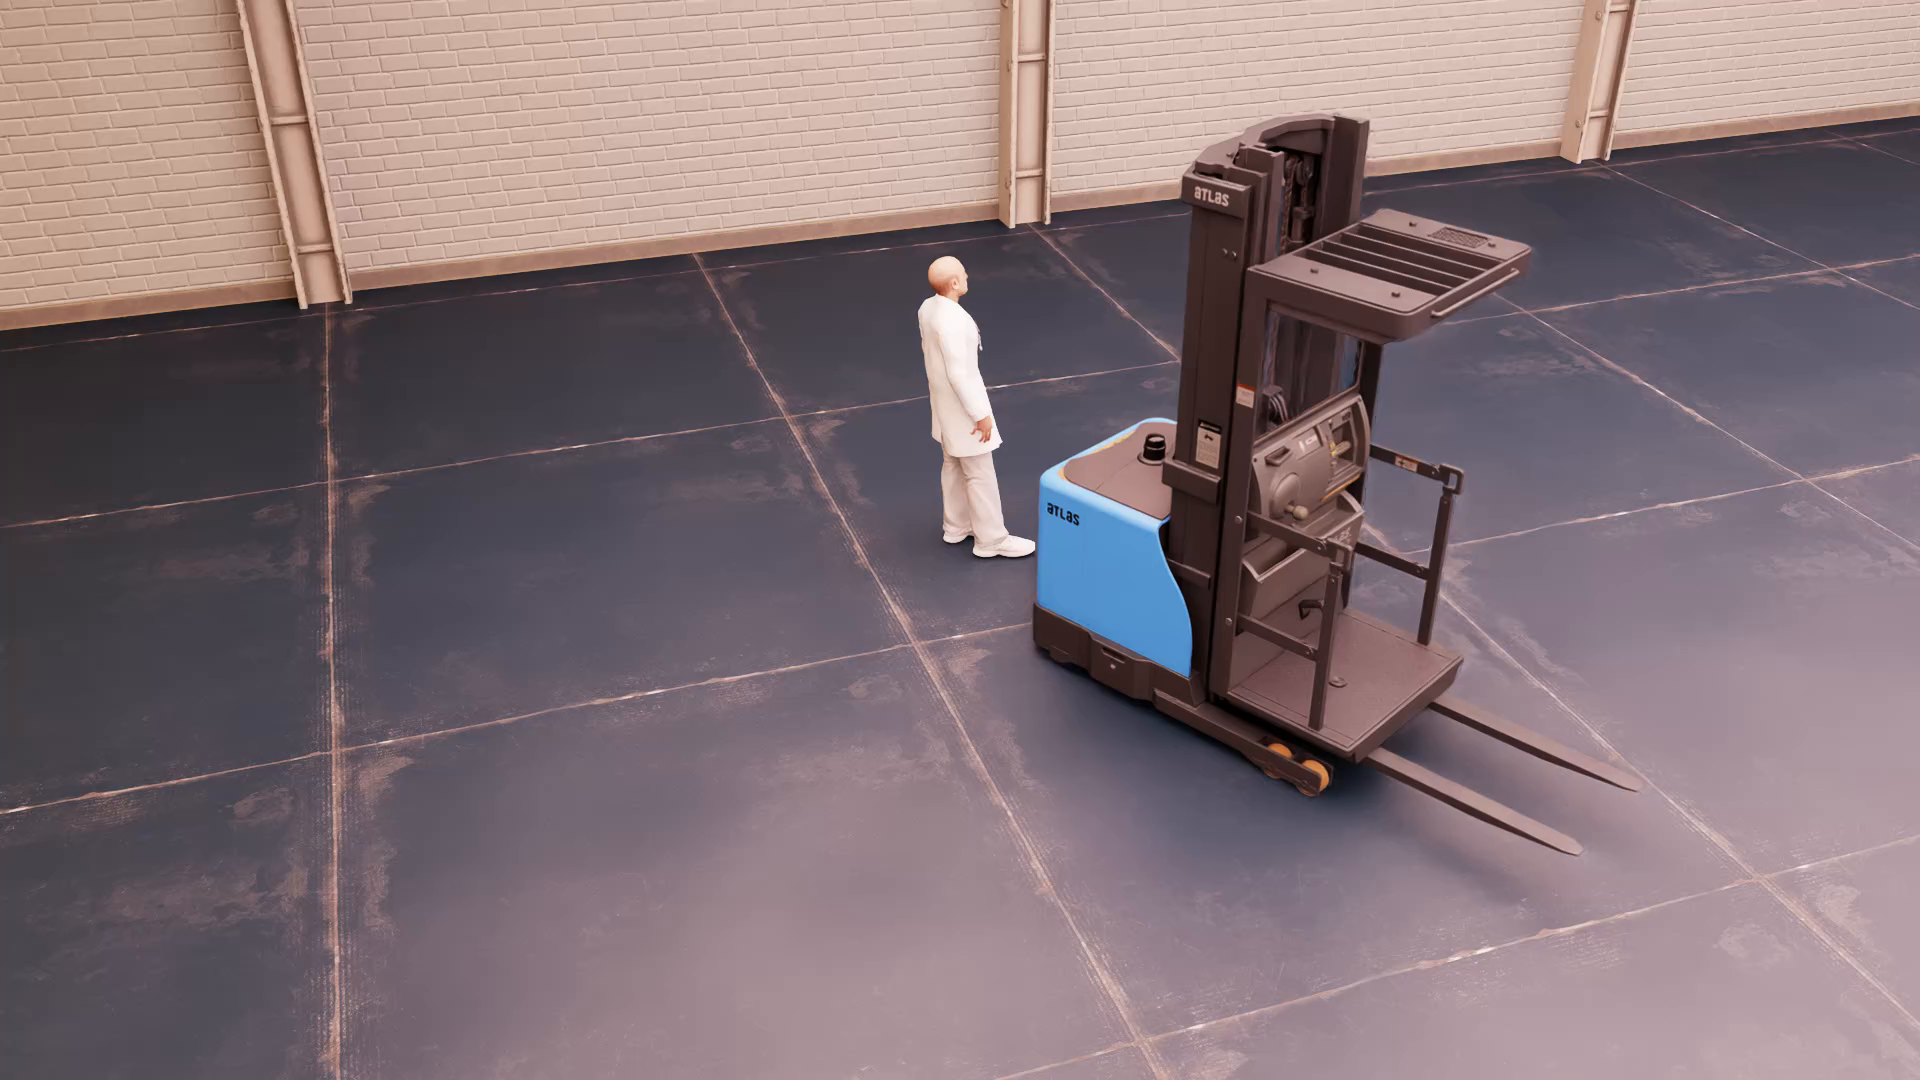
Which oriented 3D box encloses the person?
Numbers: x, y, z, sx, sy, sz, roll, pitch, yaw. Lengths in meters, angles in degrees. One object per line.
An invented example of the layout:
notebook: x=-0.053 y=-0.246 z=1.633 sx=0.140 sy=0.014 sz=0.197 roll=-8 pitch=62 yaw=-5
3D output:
person: x=0.087 y=-0.789 z=9.600 sx=0.581 sy=1.776 sz=0.694 roll=-10 pitch=31 yaw=-16

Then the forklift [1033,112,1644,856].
forklift: x=1.808 y=-0.349 z=7.694 sx=3.031 sy=2.935 sz=1.130 roll=25 pitch=38 yaw=37
